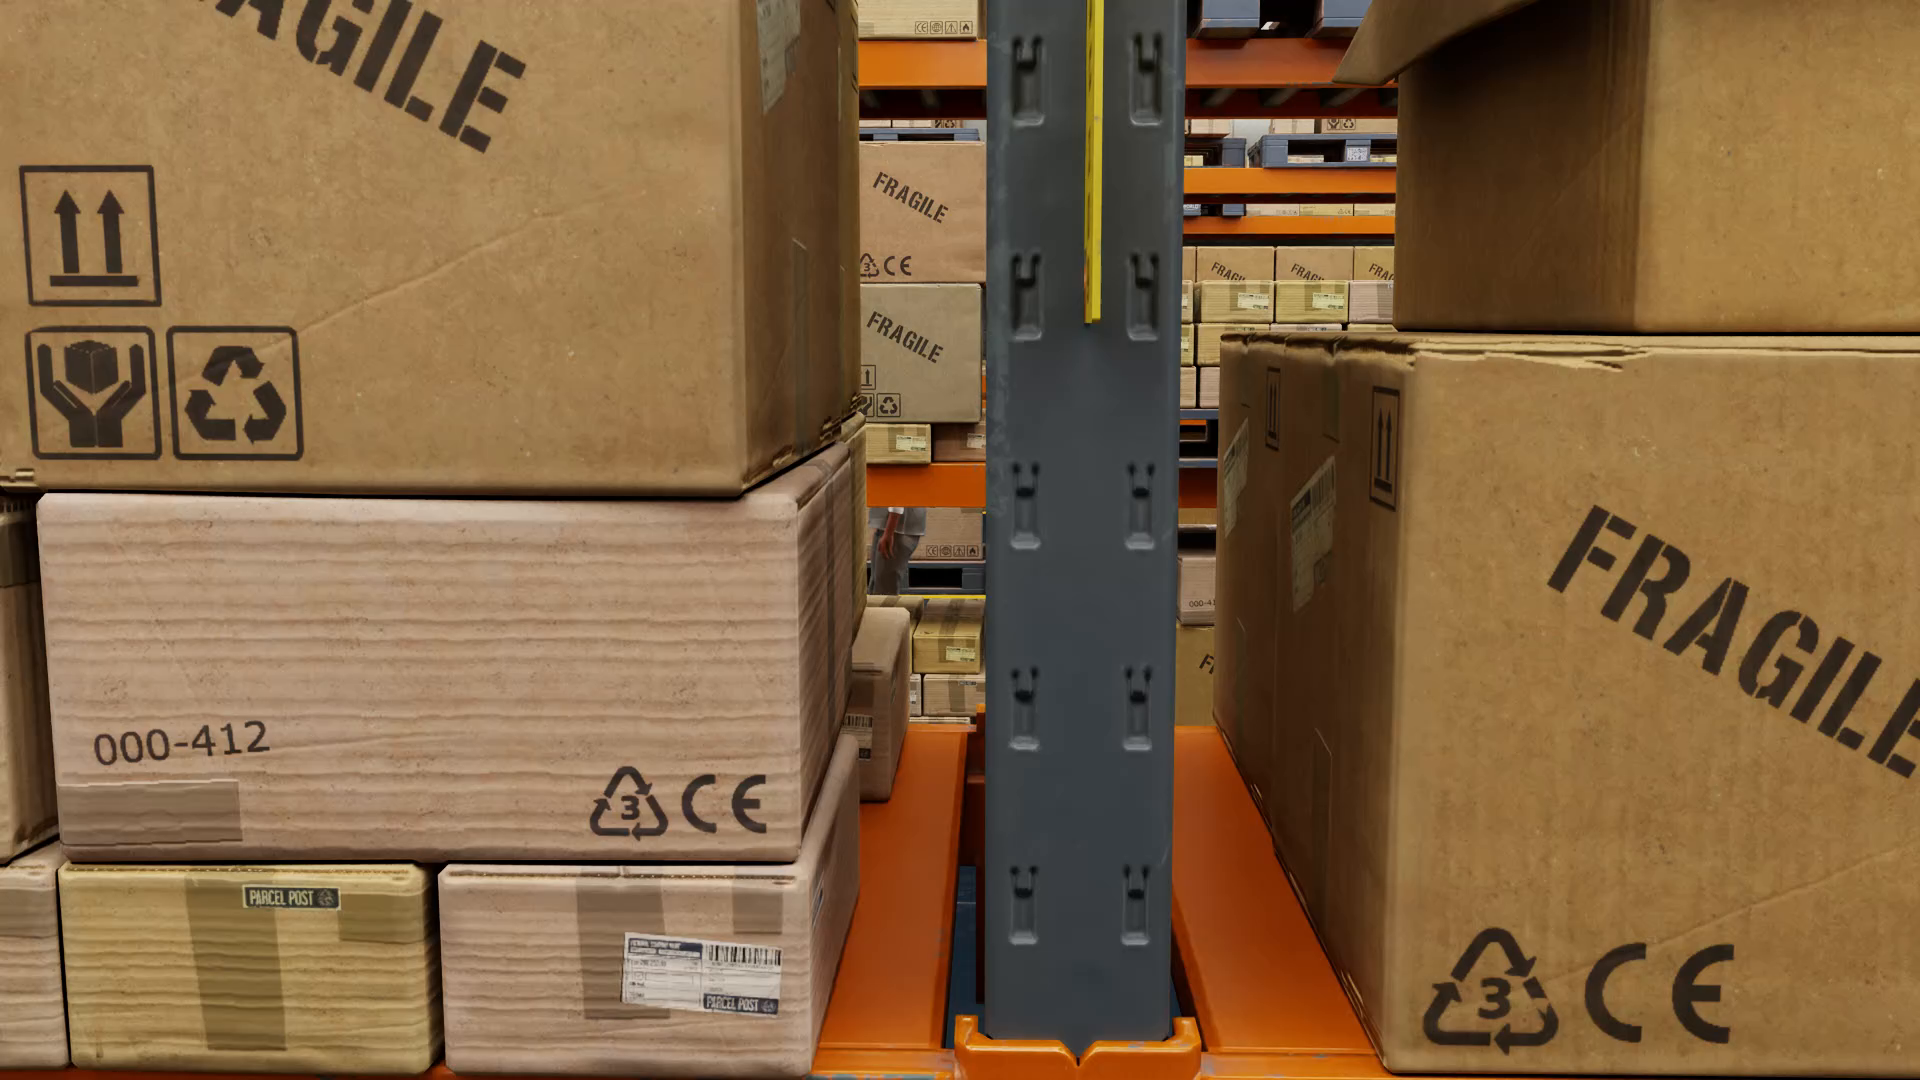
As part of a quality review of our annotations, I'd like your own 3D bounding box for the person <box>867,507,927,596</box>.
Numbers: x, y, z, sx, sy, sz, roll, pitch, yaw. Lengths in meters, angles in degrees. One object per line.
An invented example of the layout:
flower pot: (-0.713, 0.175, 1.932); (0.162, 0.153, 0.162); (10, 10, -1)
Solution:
person: (-0.342, -0.031, 8.109); (0.345, 1.581, 0.461); (-1, 8, -8)
